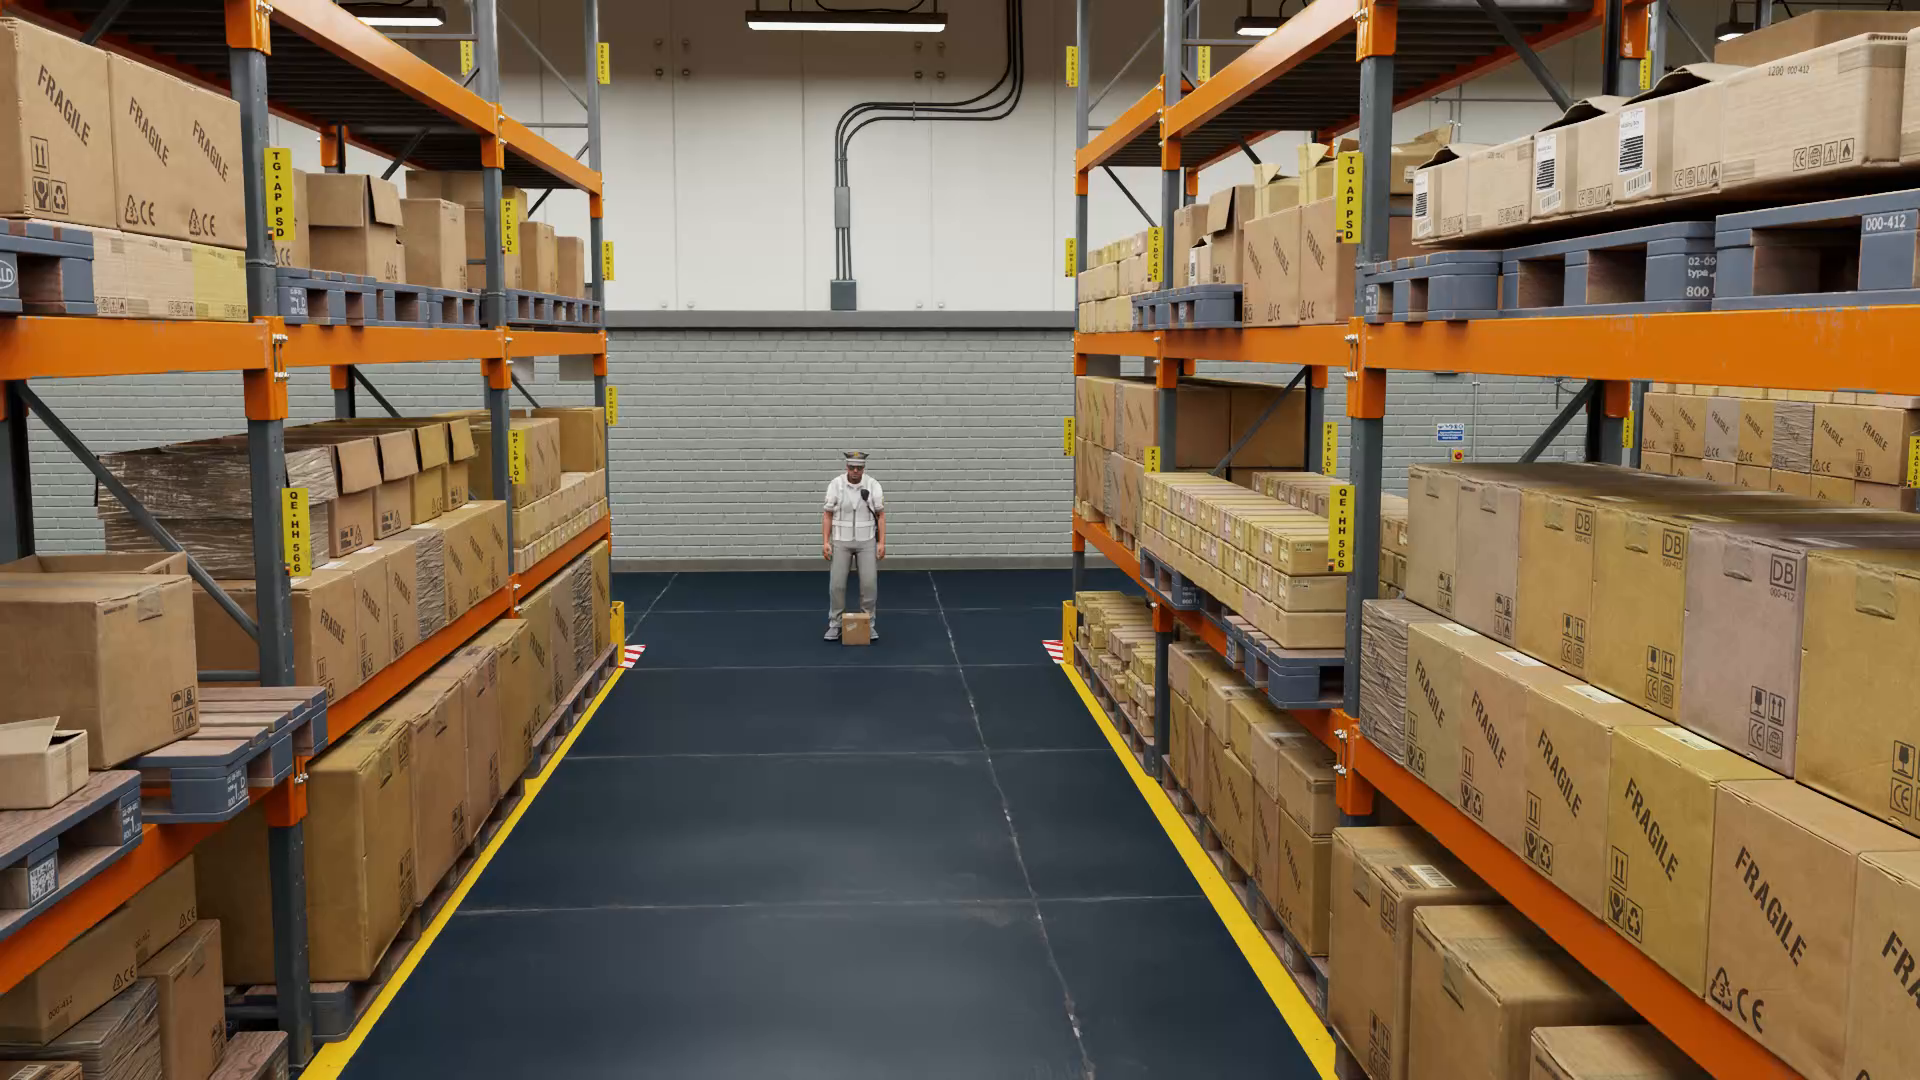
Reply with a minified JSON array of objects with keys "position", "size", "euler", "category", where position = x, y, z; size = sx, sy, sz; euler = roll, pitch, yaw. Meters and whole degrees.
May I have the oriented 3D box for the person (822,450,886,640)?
[{"position":[-0.980,0.036,15.403],"size":[0.586,1.748,0.436],"euler":[0,7,-3],"category":"person"}]
